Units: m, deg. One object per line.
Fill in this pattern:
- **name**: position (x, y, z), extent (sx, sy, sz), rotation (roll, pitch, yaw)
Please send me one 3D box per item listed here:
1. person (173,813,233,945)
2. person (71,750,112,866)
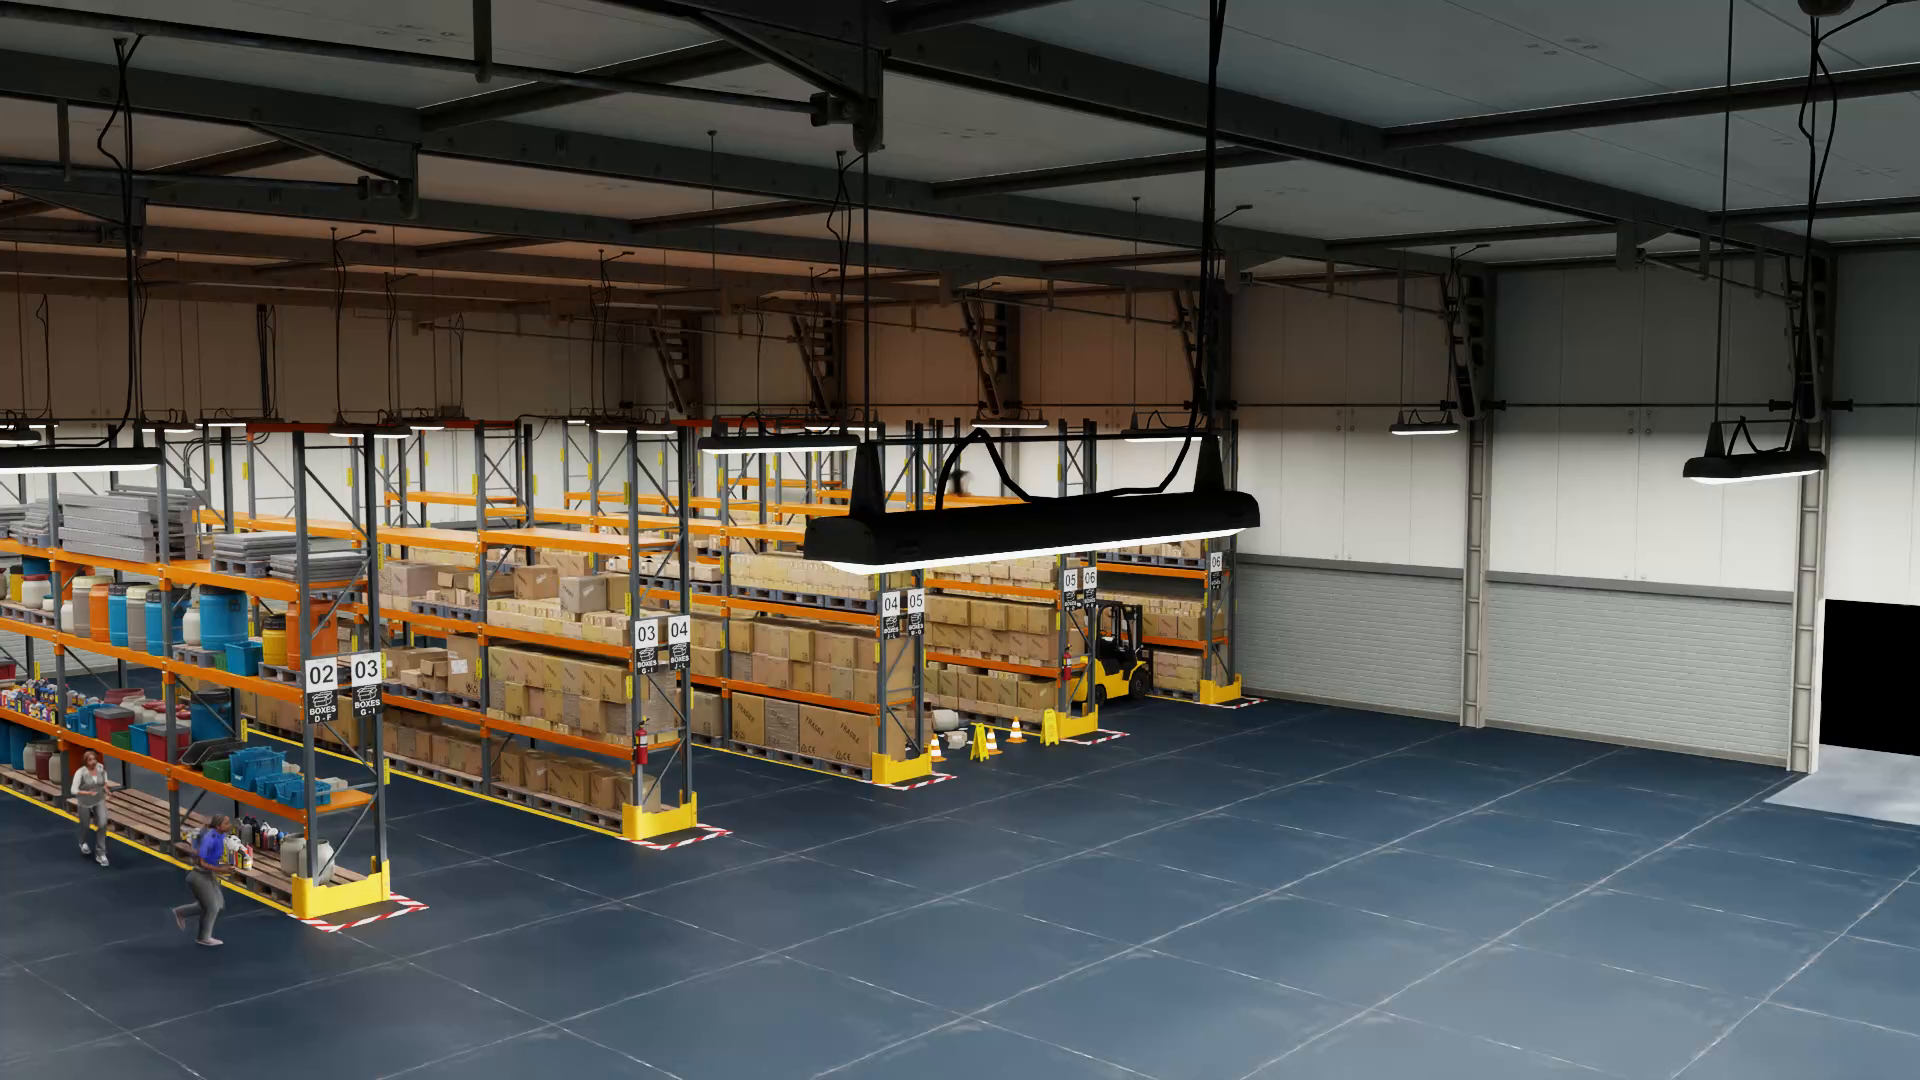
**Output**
- **person**: position (-8.852, 3.980, 19.418), extent (0.704, 1.584, 0.559), rotation (0, 5, -4)
- **person**: position (-12.013, 3.666, 22.975), extent (0.543, 1.568, 0.916), rotation (-4, 6, -42)
